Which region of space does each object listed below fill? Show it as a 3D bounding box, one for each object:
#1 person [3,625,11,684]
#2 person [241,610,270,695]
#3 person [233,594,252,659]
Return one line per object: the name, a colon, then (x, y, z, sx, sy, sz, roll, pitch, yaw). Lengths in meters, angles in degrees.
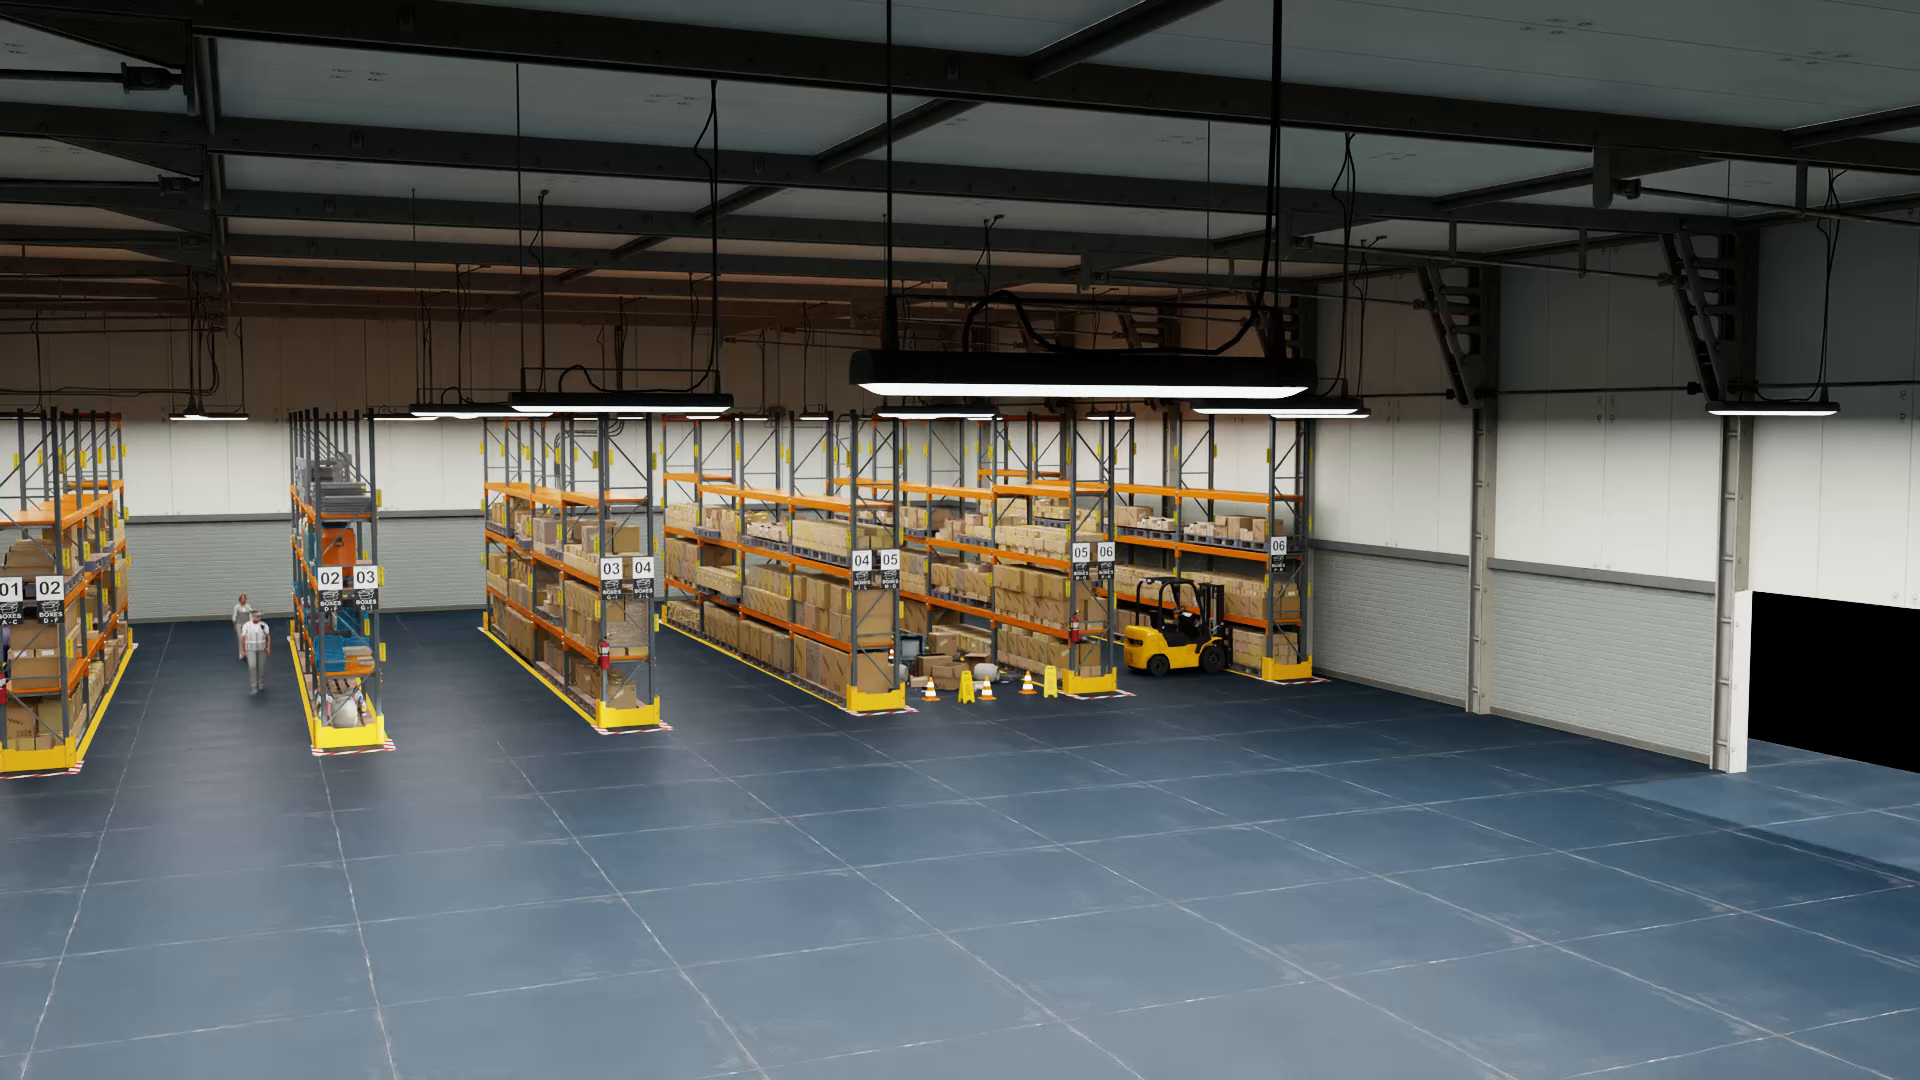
person: (-20.778, 2.383, 36.246, 0.574, 1.633, 0.523, -3, 5, -34)
person: (-14.978, 2.379, 35.468, 0.566, 1.763, 0.730, -3, 5, -35)
person: (-17.493, 2.086, 40.577, 0.461, 1.540, 0.972, -2, 4, -24)
